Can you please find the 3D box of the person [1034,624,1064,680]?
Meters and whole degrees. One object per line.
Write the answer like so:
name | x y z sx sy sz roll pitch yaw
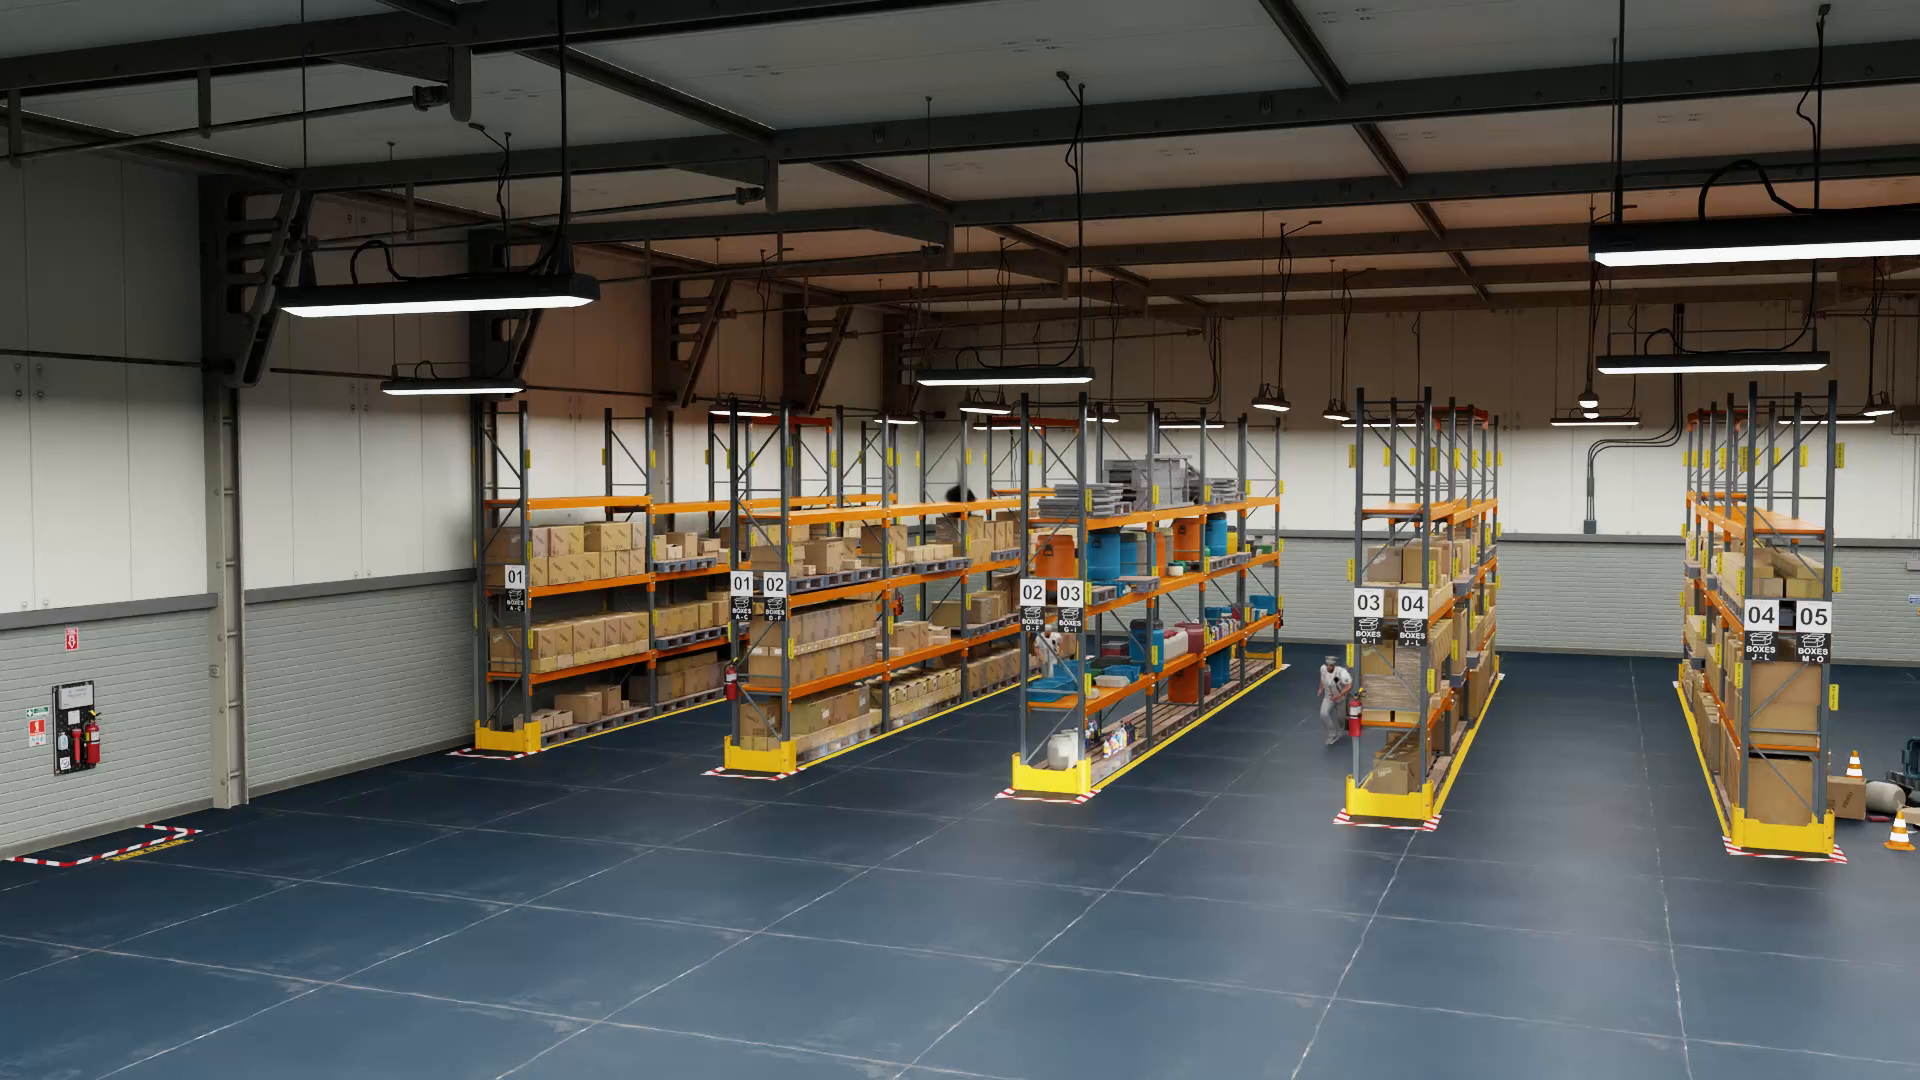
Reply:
person | 1.848 2.539 34.730 0.631 1.633 0.985 0 3 0

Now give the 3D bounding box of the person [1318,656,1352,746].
person | 6.683 2.785 29.371 0.663 1.581 1.106 2 3 32
